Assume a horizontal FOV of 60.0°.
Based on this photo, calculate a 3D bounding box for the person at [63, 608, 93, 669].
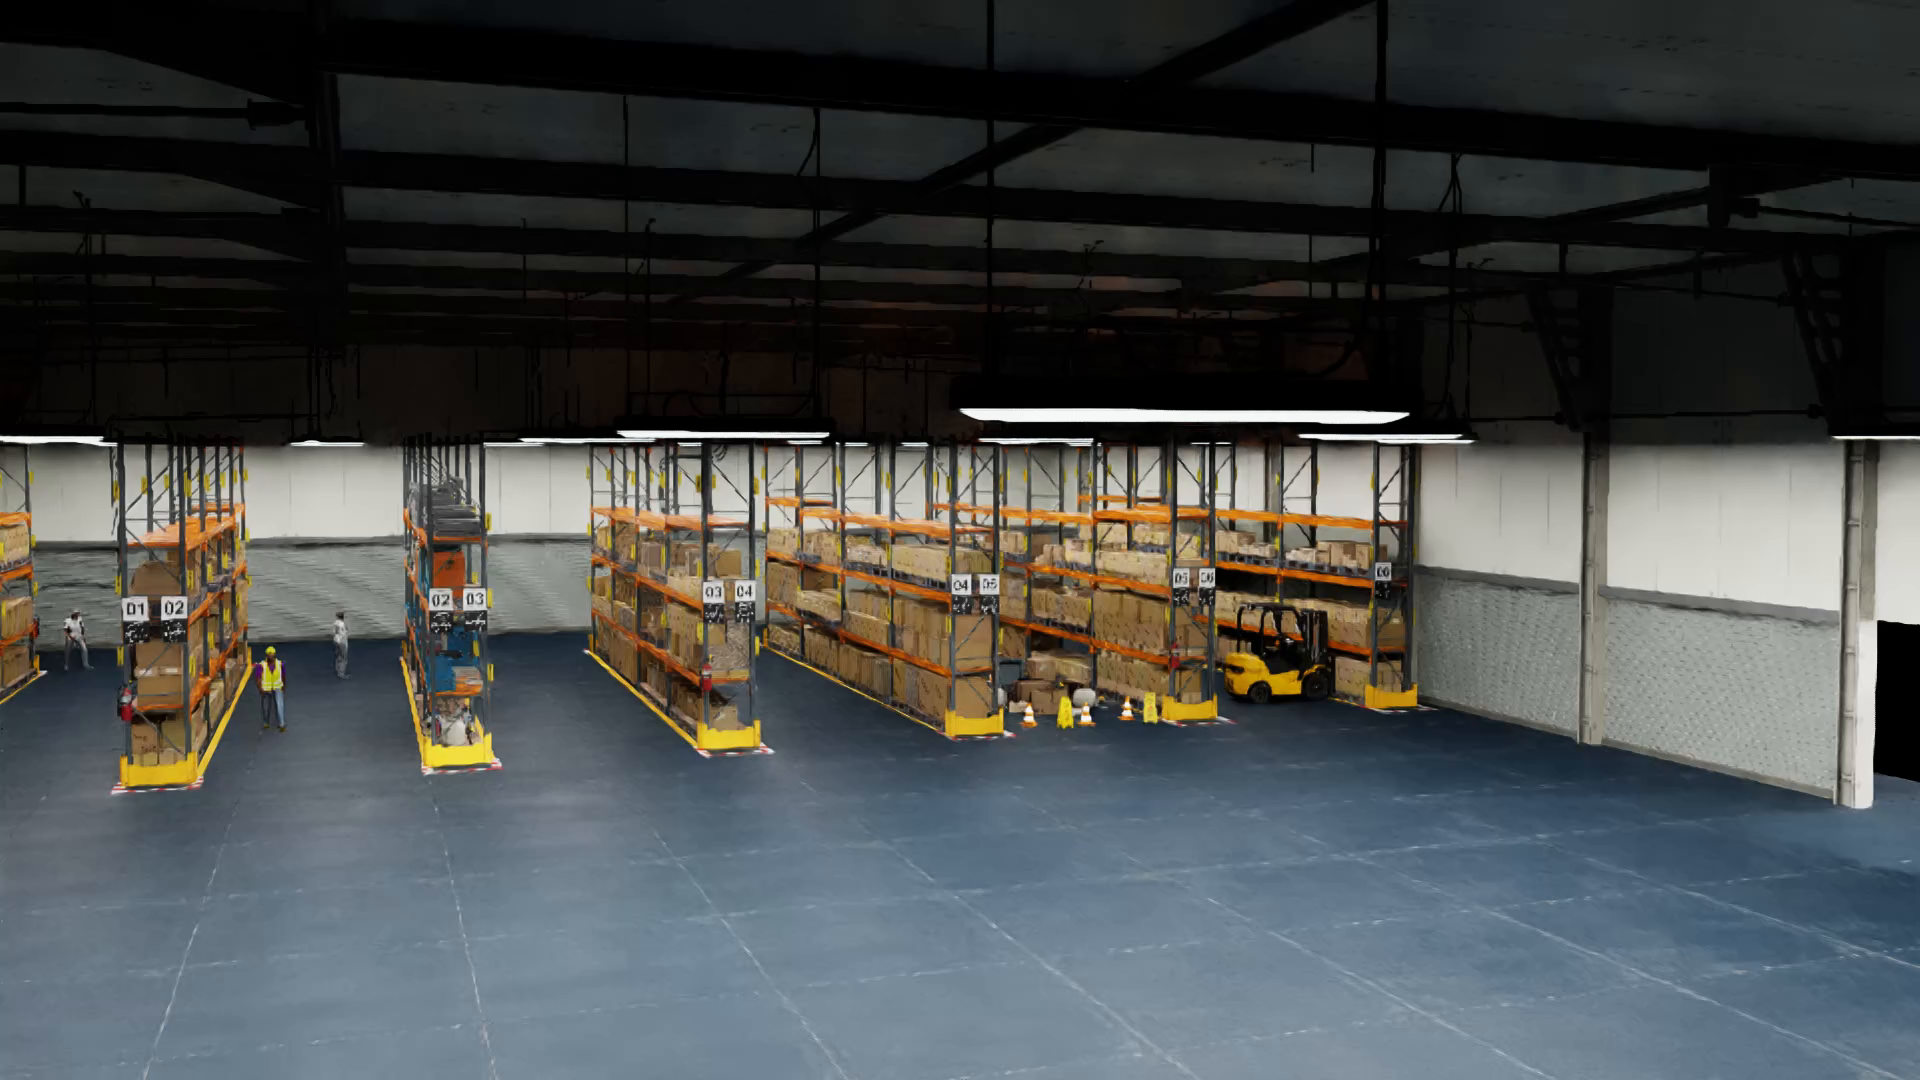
[{"bbox_3d":[-22.804,2.540,42.858,0.621,1.606,0.781,-3,4,-43],"label":"person"}]

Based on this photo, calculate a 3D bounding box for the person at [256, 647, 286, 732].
[{"bbox_3d":[-13.901,3.000,33.546,0.571,1.706,1.033,-2,4,-28],"label":"person"}]

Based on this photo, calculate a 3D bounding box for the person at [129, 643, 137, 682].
[{"bbox_3d":[-19.967,2.573,40.413,0.655,1.790,0.522,3,4,43],"label":"person"}]

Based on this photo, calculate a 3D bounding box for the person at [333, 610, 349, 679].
[{"bbox_3d":[-15.414,2.610,41.454,0.538,1.727,0.362,3,4,44],"label":"person"}]
